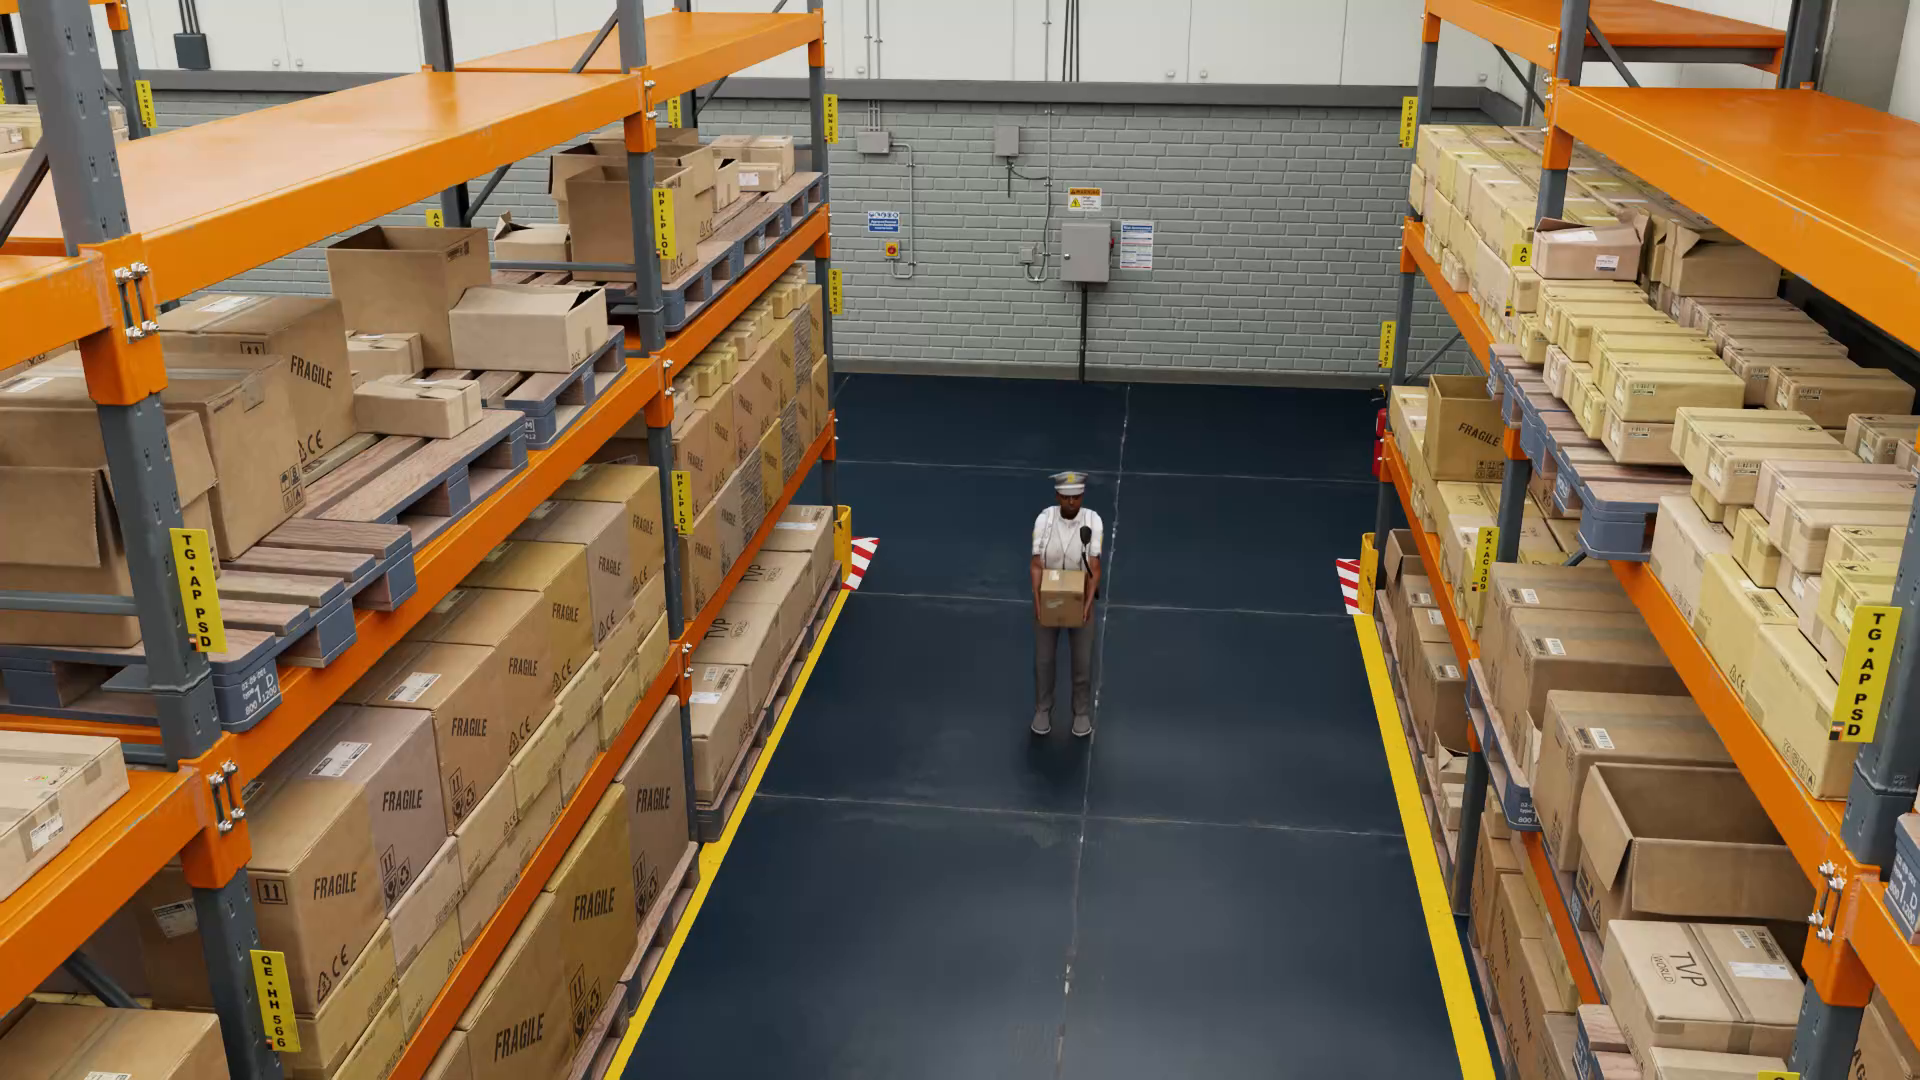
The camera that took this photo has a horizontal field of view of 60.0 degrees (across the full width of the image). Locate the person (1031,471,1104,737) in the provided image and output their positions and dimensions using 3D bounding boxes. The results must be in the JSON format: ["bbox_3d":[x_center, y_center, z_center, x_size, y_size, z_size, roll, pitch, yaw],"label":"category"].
[{"bbox_3d":[0.645,0.371,10.104,0.427,1.691,0.338,2,21,6],"label":"person"}]
